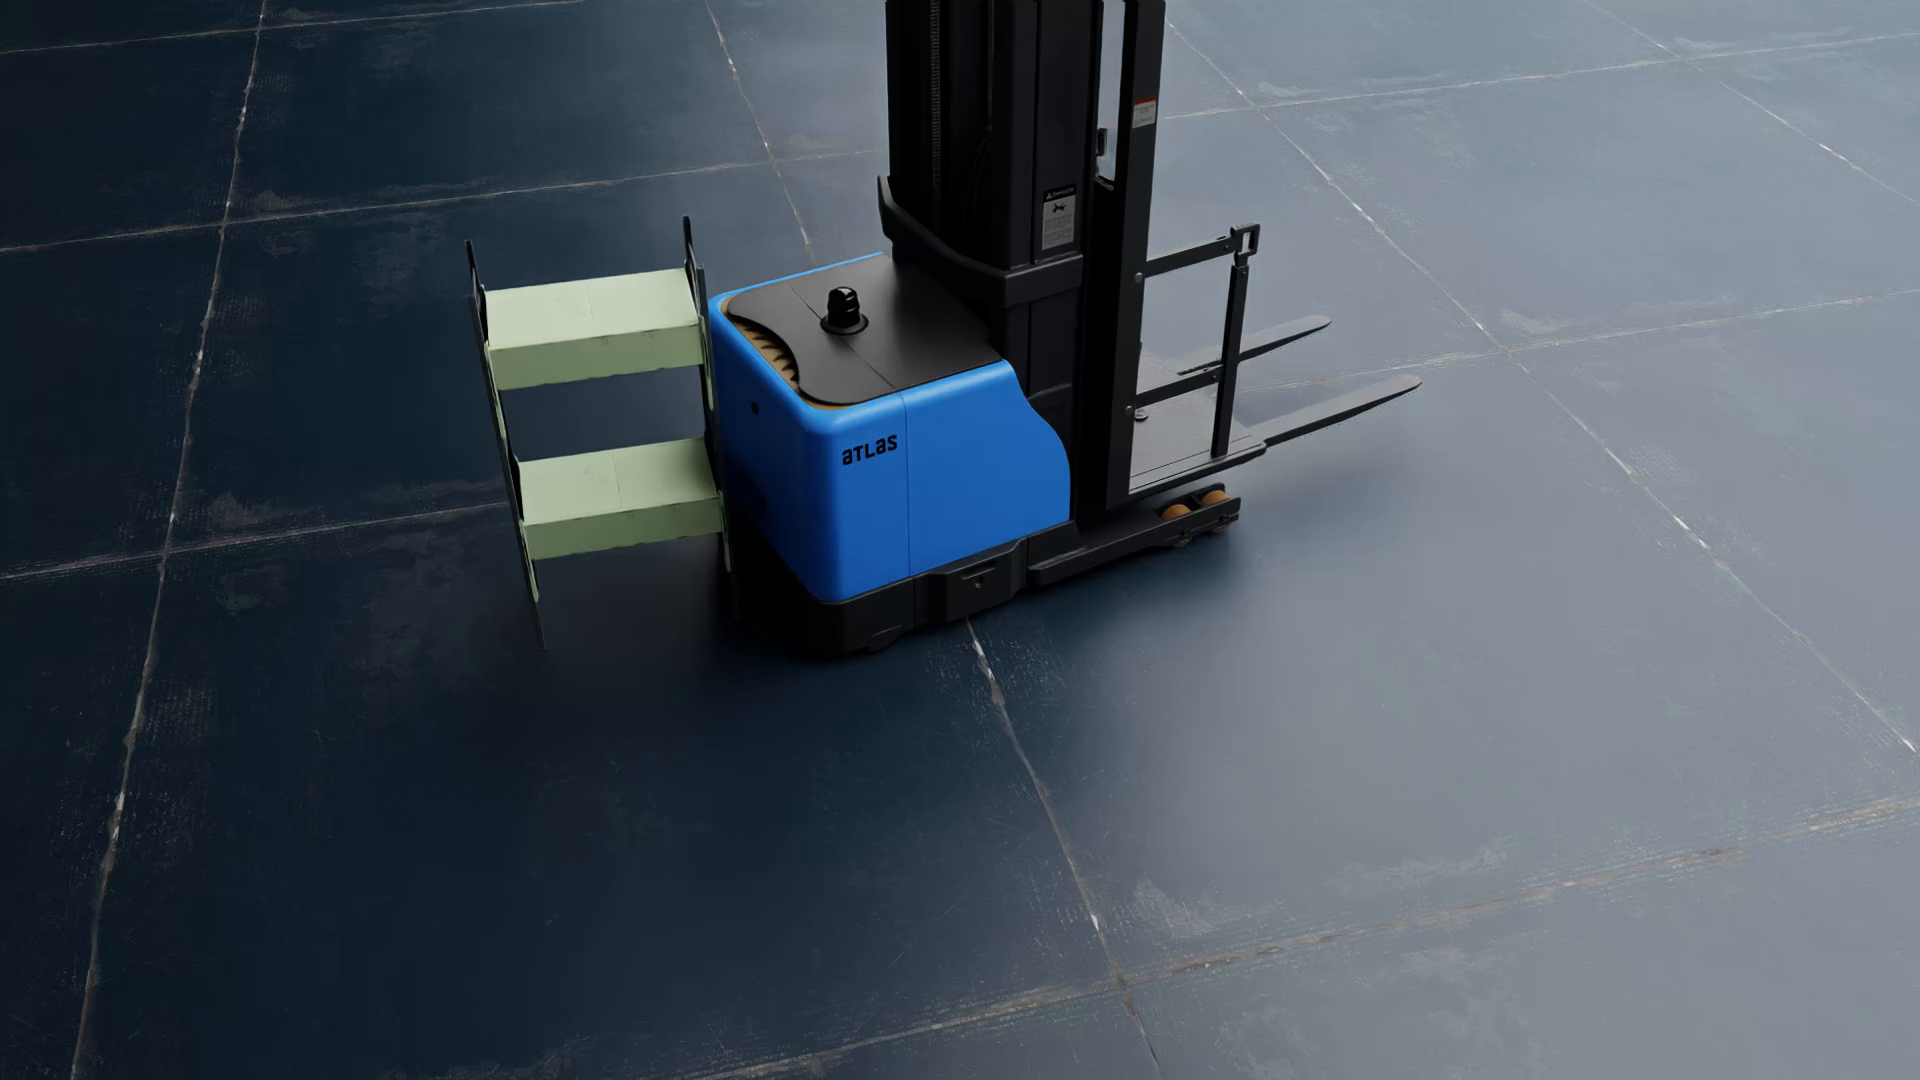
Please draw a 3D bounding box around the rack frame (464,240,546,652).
[{"bbox_3d":[-1.607,-0.297,5.904,0.023,1.500,0.400,-9,38,-12],"label":"rack frame"}]

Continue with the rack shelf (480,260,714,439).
[{"bbox_3d":[-1.253,-0.663,5.741,0.720,0.370,0.431,-9,38,-12],"label":"rack shelf"}]

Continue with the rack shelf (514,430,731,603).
[{"bbox_3d":[-1.253,-0.095,6.176,0.720,0.370,0.431,-9,38,-12],"label":"rack shelf"}]

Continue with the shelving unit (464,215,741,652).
[{"bbox_3d":[-1.253,-0.354,5.978,0.755,1.500,0.431,-9,38,-12],"label":"shelving unit"}]

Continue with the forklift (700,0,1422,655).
[{"bbox_3d":[0.552,-1.399,6.166,3.031,2.935,1.130,-19,41,-23],"label":"forklift"}]

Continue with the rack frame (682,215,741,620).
[{"bbox_3d":[-0.899,-0.410,6.051,0.023,1.500,0.400,-9,38,-12],"label":"rack frame"}]
